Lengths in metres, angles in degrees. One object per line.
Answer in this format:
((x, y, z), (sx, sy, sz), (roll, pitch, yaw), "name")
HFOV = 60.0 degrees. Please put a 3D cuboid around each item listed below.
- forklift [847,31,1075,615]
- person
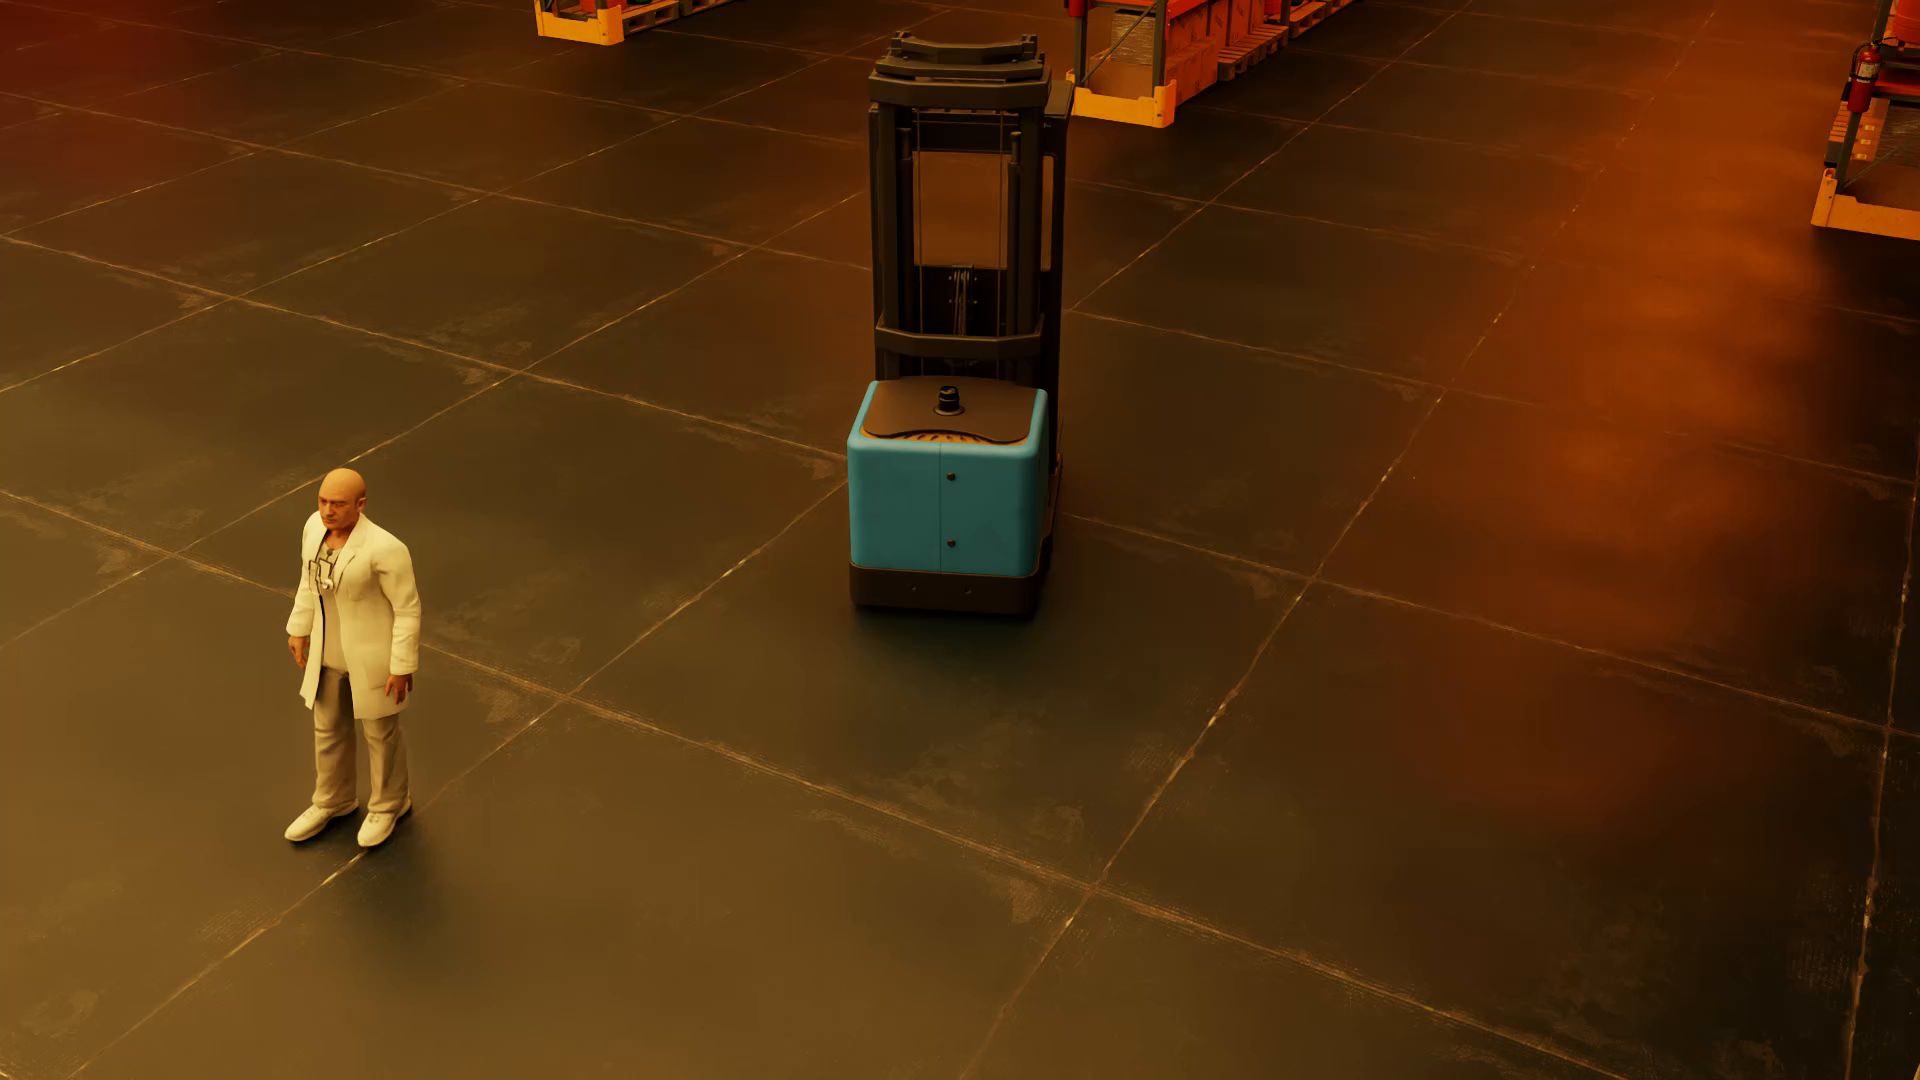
((0.072, -1.572, 9.794), (1.130, 2.935, 3.031), (3, 30, 6), "forklift")
((-2.696, 0.548, 7.265), (0.693, 1.778, 0.575), (13, 32, 21), "person")
